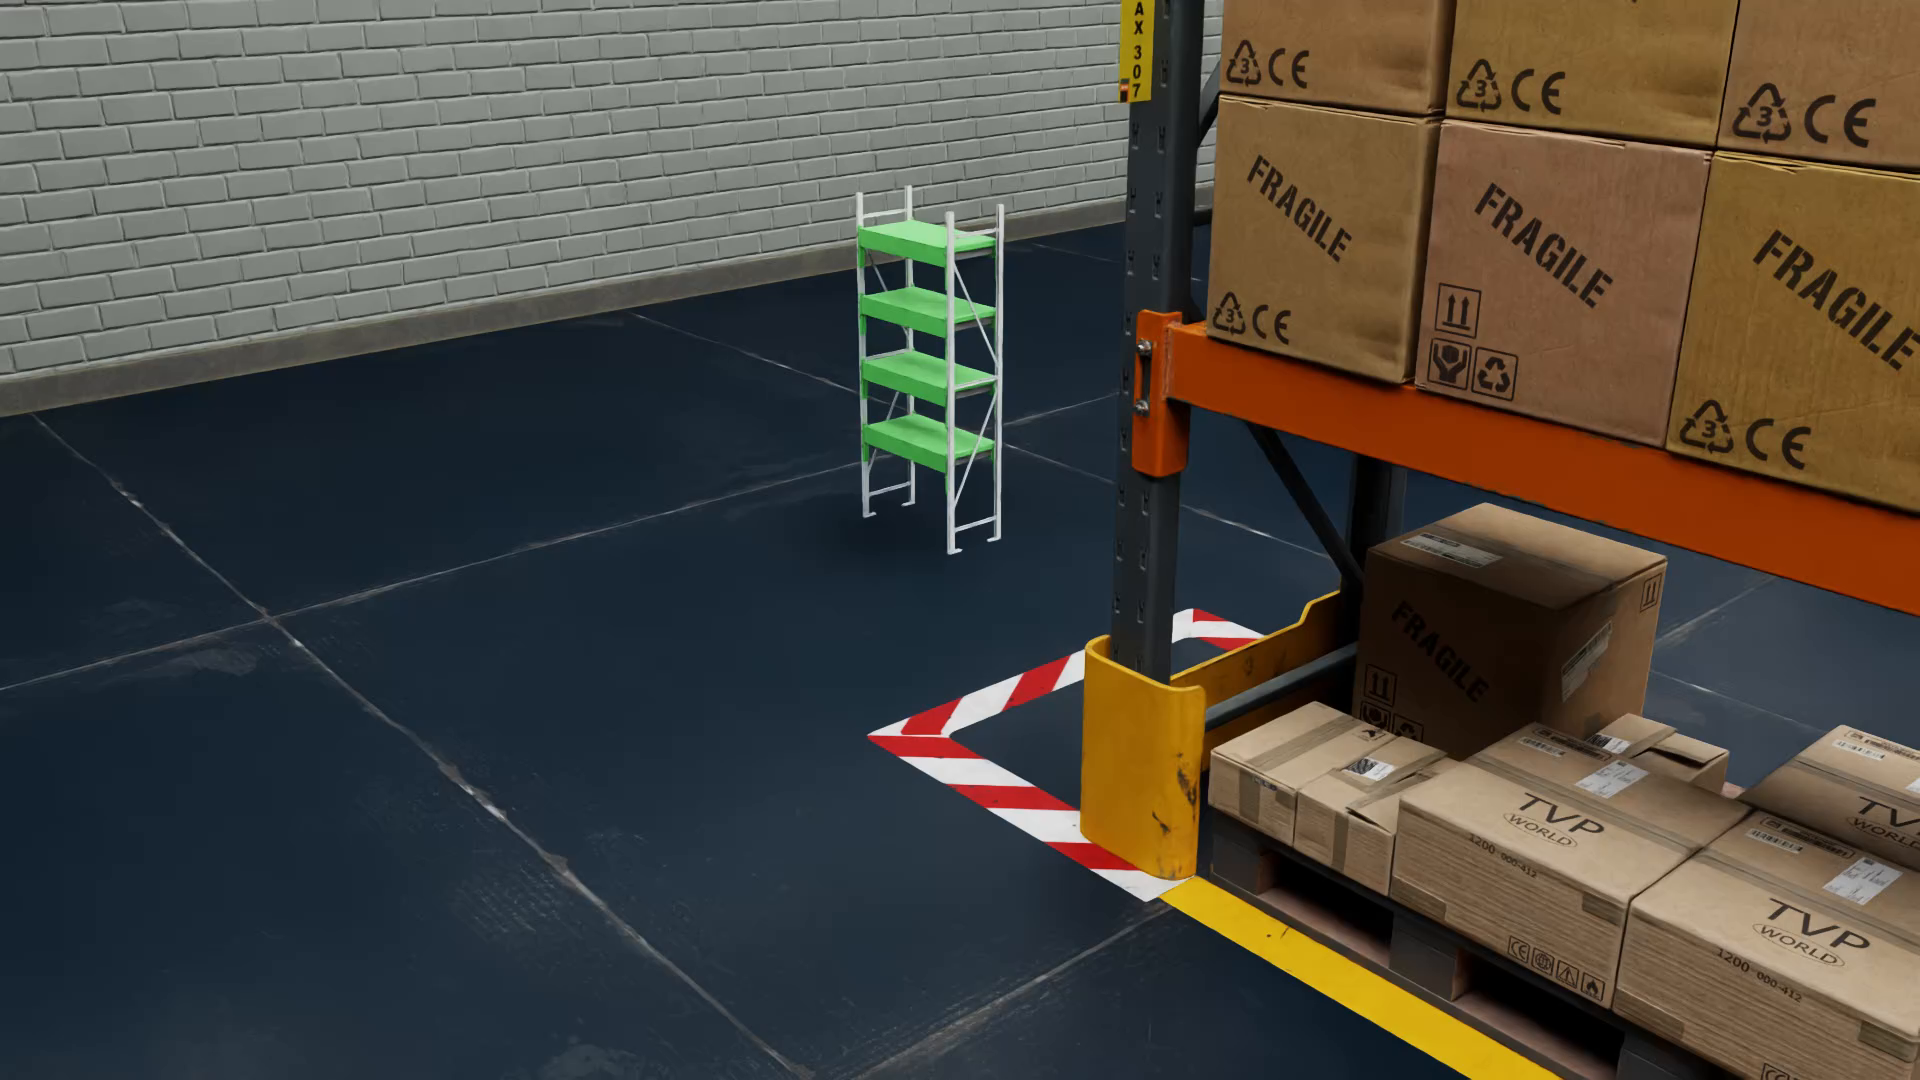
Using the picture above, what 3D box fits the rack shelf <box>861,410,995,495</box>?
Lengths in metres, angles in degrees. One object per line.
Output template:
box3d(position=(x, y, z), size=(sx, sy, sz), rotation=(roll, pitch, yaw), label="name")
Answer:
box3d(position=(-0.108, -0.321, 5.993), size=(0.258, 0.148, 0.480), rotation=(-17, 27, -37), label="rack shelf")

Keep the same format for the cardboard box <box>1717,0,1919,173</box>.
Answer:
box3d(position=(1.536, -0.834, 2.493), size=(0.500, 0.500, 0.500), rotation=(-17, 27, -37), label="cardboard box")

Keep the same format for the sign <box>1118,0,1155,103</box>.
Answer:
box3d(position=(0.366, -1.064, 3.399), size=(0.100, 0.325, 0.005), rotation=(-17, 27, -37), label="sign")

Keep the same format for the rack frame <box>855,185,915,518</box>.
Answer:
box3d(position=(-0.267, -0.672, 6.054), size=(0.240, 1.200, 0.015), rotation=(-17, 27, -37), label="rack frame")

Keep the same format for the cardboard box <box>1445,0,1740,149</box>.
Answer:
box3d(position=(1.213, -0.974, 2.849), size=(0.500, 0.500, 0.500), rotation=(-17, 27, -37), label="cardboard box")

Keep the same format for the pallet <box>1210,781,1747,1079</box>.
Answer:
box3d(position=(1.347, 0.750, 3.780), size=(1.003, 0.211, 1.213), rotation=(-17, 27, -37), label="pallet")

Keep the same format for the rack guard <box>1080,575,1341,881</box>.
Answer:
box3d(position=(0.826, 0.395, 4.289), size=(1.175, 0.500, 0.348), rotation=(-17, 27, -37), label="rack guard")

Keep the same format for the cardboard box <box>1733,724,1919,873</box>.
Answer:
box3d(position=(1.916, 0.647, 3.386), size=(0.500, 0.250, 0.500), rotation=(-17, 27, -37), label="cardboard box")

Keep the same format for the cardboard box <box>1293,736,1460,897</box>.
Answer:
box3d(position=(0.953, 0.591, 3.643), size=(0.380, 0.166, 0.250), rotation=(-17, 27, -37), label="cardboard box")

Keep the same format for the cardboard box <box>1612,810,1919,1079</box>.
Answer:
box3d(position=(1.569, 0.780, 3.047), size=(0.500, 0.250, 0.500), rotation=(-17, 27, -37), label="cardboard box")

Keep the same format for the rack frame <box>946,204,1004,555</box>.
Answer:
box3d(position=(0.051, -0.537, 5.710), size=(0.240, 1.200, 0.015), rotation=(-17, 27, -37), label="rack frame")

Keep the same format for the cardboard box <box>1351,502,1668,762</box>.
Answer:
box3d(position=(1.318, 0.261, 4.029), size=(0.500, 0.500, 0.500), rotation=(-17, 27, -37), label="cardboard box")

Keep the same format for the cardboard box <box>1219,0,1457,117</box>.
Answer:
box3d(position=(0.867, -1.116, 3.213), size=(0.500, 0.500, 0.500), rotation=(-16, 27, -36), label="cardboard box")

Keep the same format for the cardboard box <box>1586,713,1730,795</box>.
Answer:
box3d(position=(1.514, 0.550, 3.749), size=(0.380, 0.166, 0.250), rotation=(-17, 27, -37), label="cardboard box")

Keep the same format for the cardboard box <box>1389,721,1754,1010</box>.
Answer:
box3d(position=(1.243, 0.642, 3.400), size=(0.500, 0.250, 0.500), rotation=(-17, 27, -37), label="cardboard box")

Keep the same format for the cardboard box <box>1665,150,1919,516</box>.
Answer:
box3d(position=(1.533, -0.370, 2.679), size=(0.500, 0.500, 0.500), rotation=(-18, 27, -38), label="cardboard box")

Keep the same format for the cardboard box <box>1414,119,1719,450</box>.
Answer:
box3d(position=(1.207, -0.510, 3.035), size=(0.500, 0.500, 0.500), rotation=(-18, 28, -38), label="cardboard box")

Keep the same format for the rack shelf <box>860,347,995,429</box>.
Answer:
box3d(position=(-0.108, -0.545, 5.905), size=(0.258, 0.148, 0.480), rotation=(-17, 27, -37), label="rack shelf")

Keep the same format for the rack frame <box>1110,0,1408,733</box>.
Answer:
box3d(position=(0.777, -0.790, 3.887), size=(1.000, 3.000, 0.127), rotation=(-17, 27, -37), label="rack frame")

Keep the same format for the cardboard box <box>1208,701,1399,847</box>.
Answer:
box3d(position=(0.790, 0.530, 3.823), size=(0.380, 0.149, 0.250), rotation=(-17, 27, -37), label="cardboard box")

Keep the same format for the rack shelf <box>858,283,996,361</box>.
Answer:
box3d(position=(-0.108, -0.768, 5.818), size=(0.258, 0.148, 0.480), rotation=(-17, 27, -37), label="rack shelf")

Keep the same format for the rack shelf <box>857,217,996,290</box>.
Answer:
box3d(position=(-0.108, -0.992, 5.730), size=(0.258, 0.148, 0.480), rotation=(-17, 27, -37), label="rack shelf")

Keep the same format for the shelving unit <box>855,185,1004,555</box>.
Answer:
box3d(position=(-0.108, -0.604, 5.882), size=(0.258, 1.200, 0.503), rotation=(-17, 27, -37), label="shelving unit")

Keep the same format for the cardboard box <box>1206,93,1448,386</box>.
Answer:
box3d(position=(0.867, -0.651, 3.396), size=(0.500, 0.500, 0.500), rotation=(-17, 27, -36), label="cardboard box")

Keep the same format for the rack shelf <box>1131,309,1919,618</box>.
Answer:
box3d(position=(2.082, 0.098, 2.608), size=(1.077, 0.370, 4.000), rotation=(-17, 27, -37), label="rack shelf")

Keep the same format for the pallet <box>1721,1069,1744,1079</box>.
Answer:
box3d(position=(2.140, 1.087, 2.920), size=(1.003, 0.211, 1.213), rotation=(-17, 27, -37), label="pallet")
